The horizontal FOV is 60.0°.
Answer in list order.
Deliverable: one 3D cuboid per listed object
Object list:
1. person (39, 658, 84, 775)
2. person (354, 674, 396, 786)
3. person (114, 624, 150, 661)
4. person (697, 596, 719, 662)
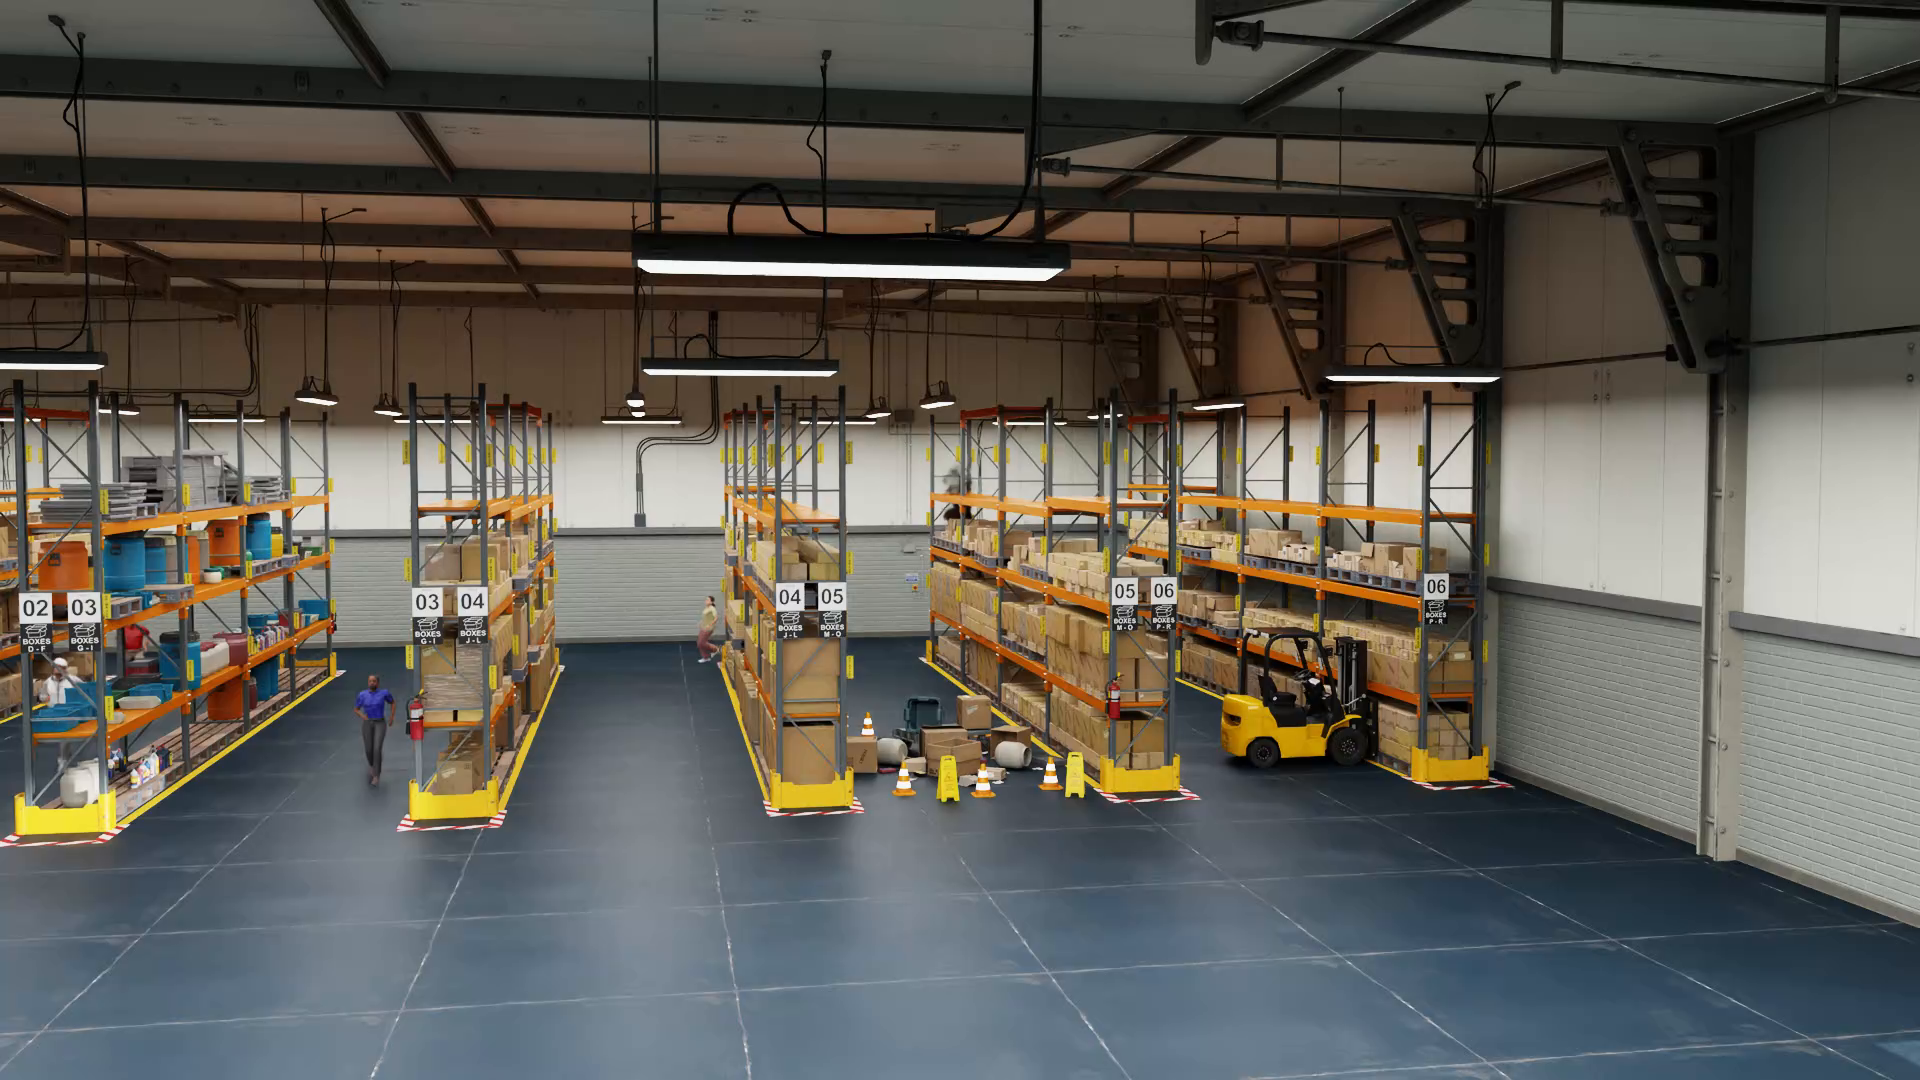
[{"bbox_3d":[-14.282,2.770,26.516,0.665,1.806,0.954,0,3,-7],"label":"person"},{"bbox_3d":[-8.996,2.882,25.572,0.597,1.677,0.823,-1,3,-13],"label":"person"},{"bbox_3d":[-16.996,2.400,34.152,0.648,1.775,0.851,-1,3,-22],"label":"person"},{"bbox_3d":[-6.104,2.158,40.304,0.493,1.630,0.638,-2,3,-31],"label":"person"}]
